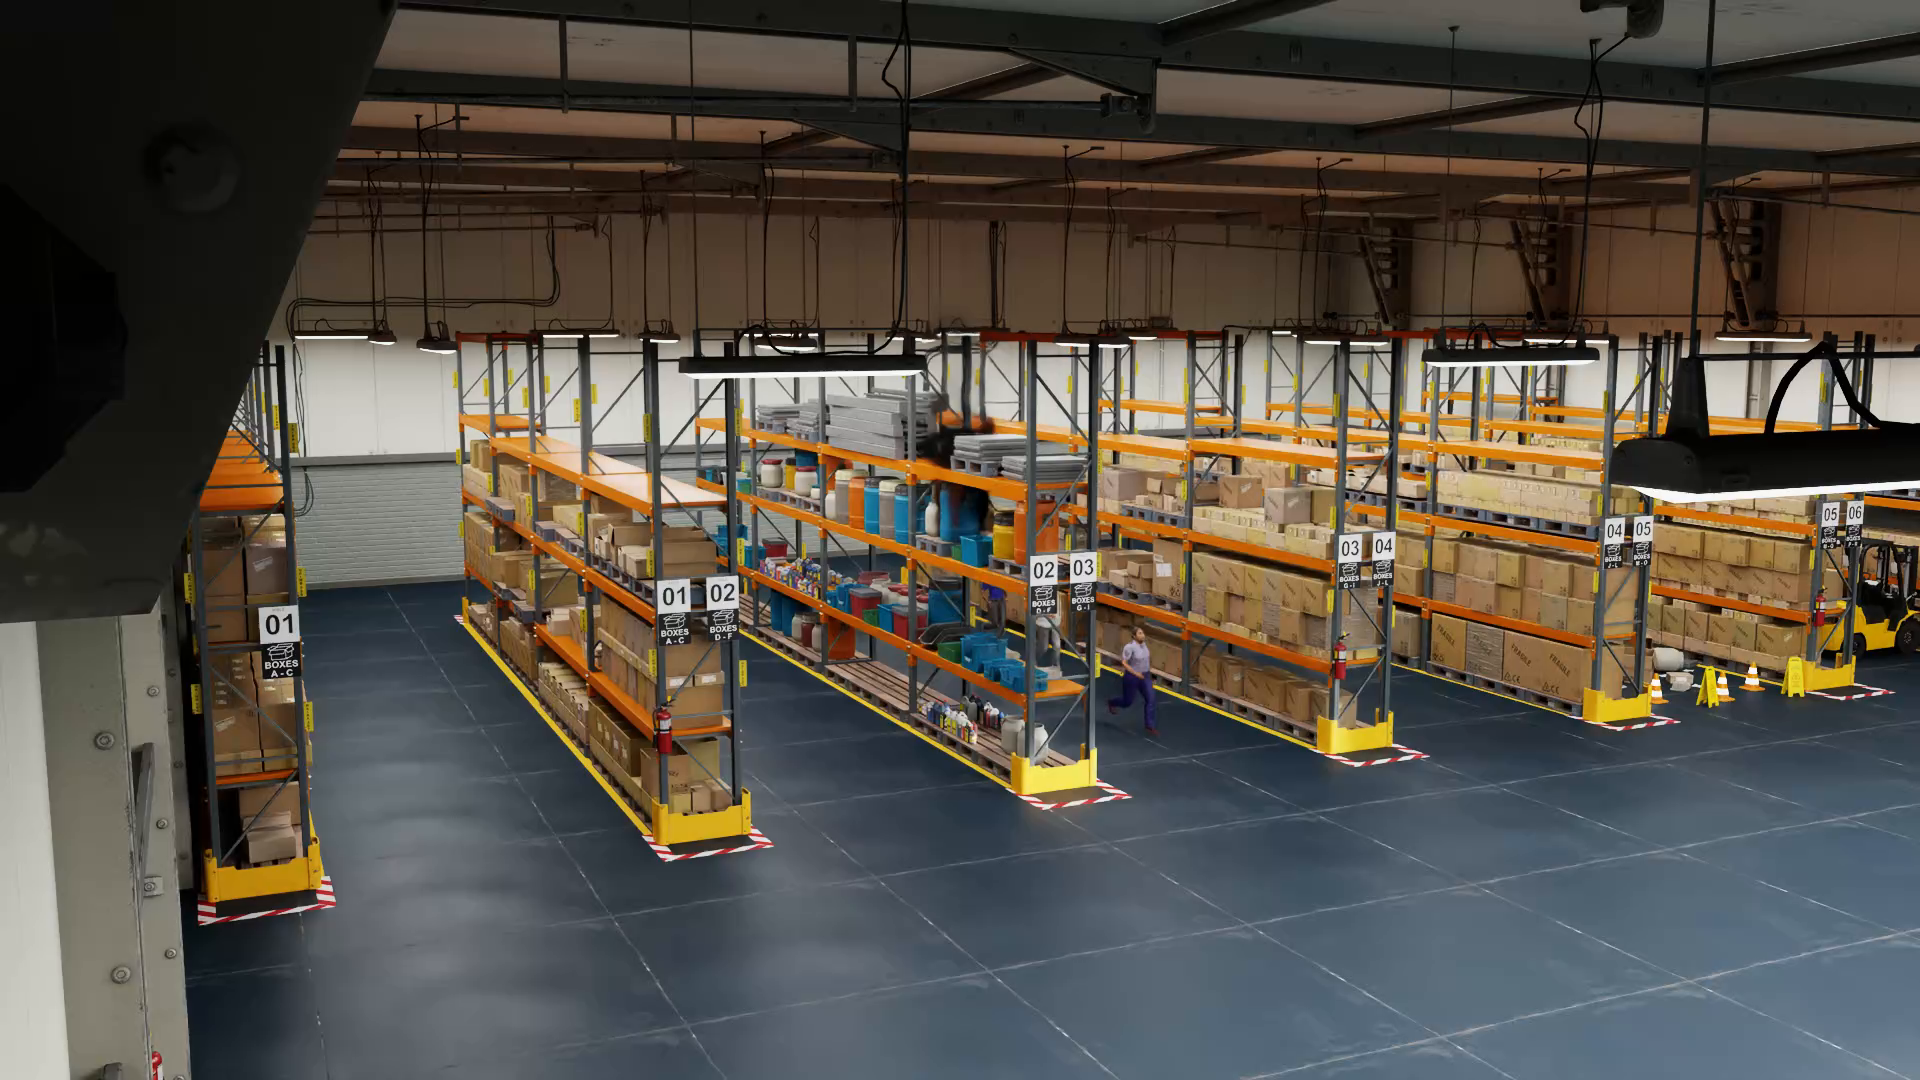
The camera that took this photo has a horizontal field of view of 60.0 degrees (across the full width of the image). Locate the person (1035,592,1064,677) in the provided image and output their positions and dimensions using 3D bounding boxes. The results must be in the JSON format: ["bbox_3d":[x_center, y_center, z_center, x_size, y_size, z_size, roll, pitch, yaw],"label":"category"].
[{"bbox_3d":[1.557,1.520,29.208,0.676,1.802,0.834,-4,9,-30],"label":"person"}]

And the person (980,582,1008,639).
[{"bbox_3d":[0.671,1.235,32.009,0.582,1.609,0.578,-4,9,-30],"label":"person"}]

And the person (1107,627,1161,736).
[{"bbox_3d":[2.674,2.136,25.450,0.584,1.642,1.010,-6,10,-36],"label":"person"}]

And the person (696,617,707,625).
[{"bbox_3d":[-4.832,1.359,30.859,0.601,1.644,0.648,-5,9,-31],"label":"person"}]
